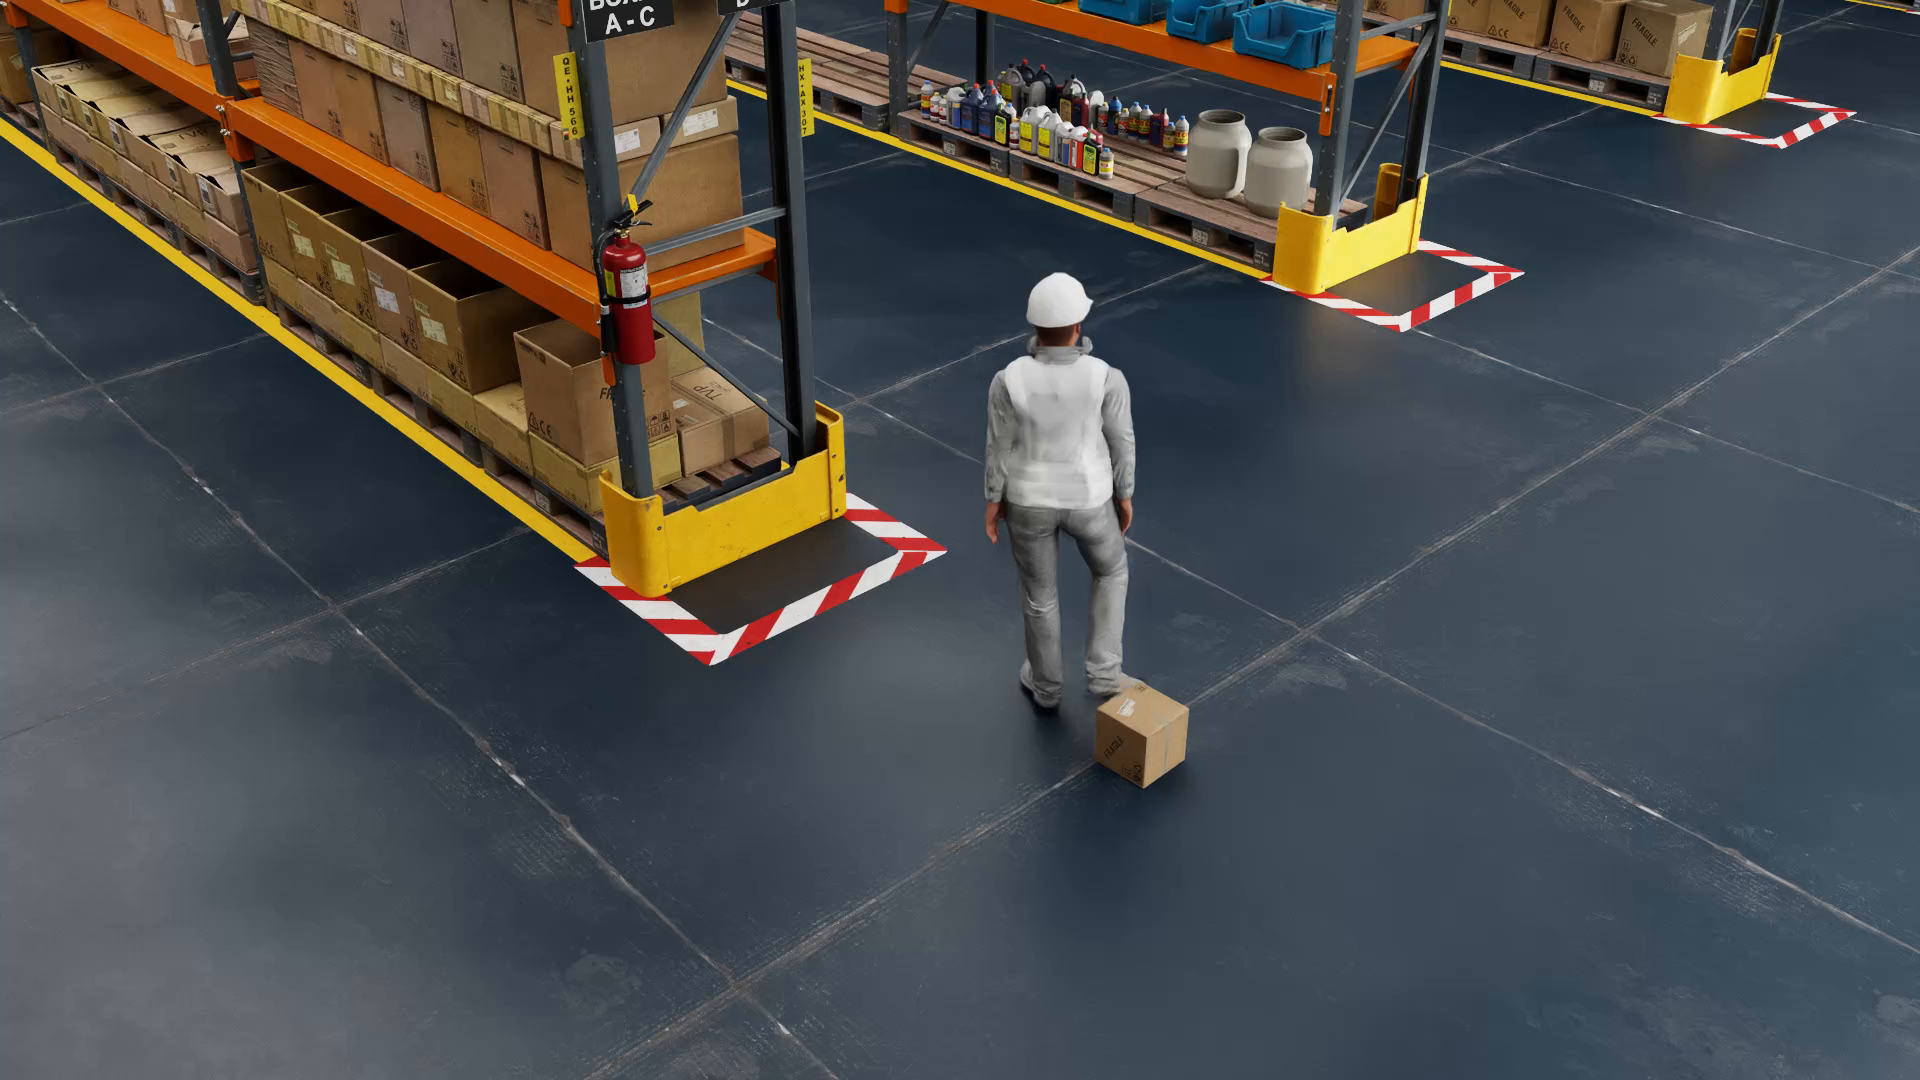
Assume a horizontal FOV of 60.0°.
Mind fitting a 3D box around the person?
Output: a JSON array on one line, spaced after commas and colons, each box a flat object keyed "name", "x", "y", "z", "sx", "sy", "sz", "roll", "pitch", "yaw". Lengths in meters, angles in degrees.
[{"name": "person", "x": 0.426, "y": -0.148, "z": 6.325, "sx": 0.659, "sy": 1.756, "sz": 0.496, "roll": 2, "pitch": 32, "yaw": 3}]
